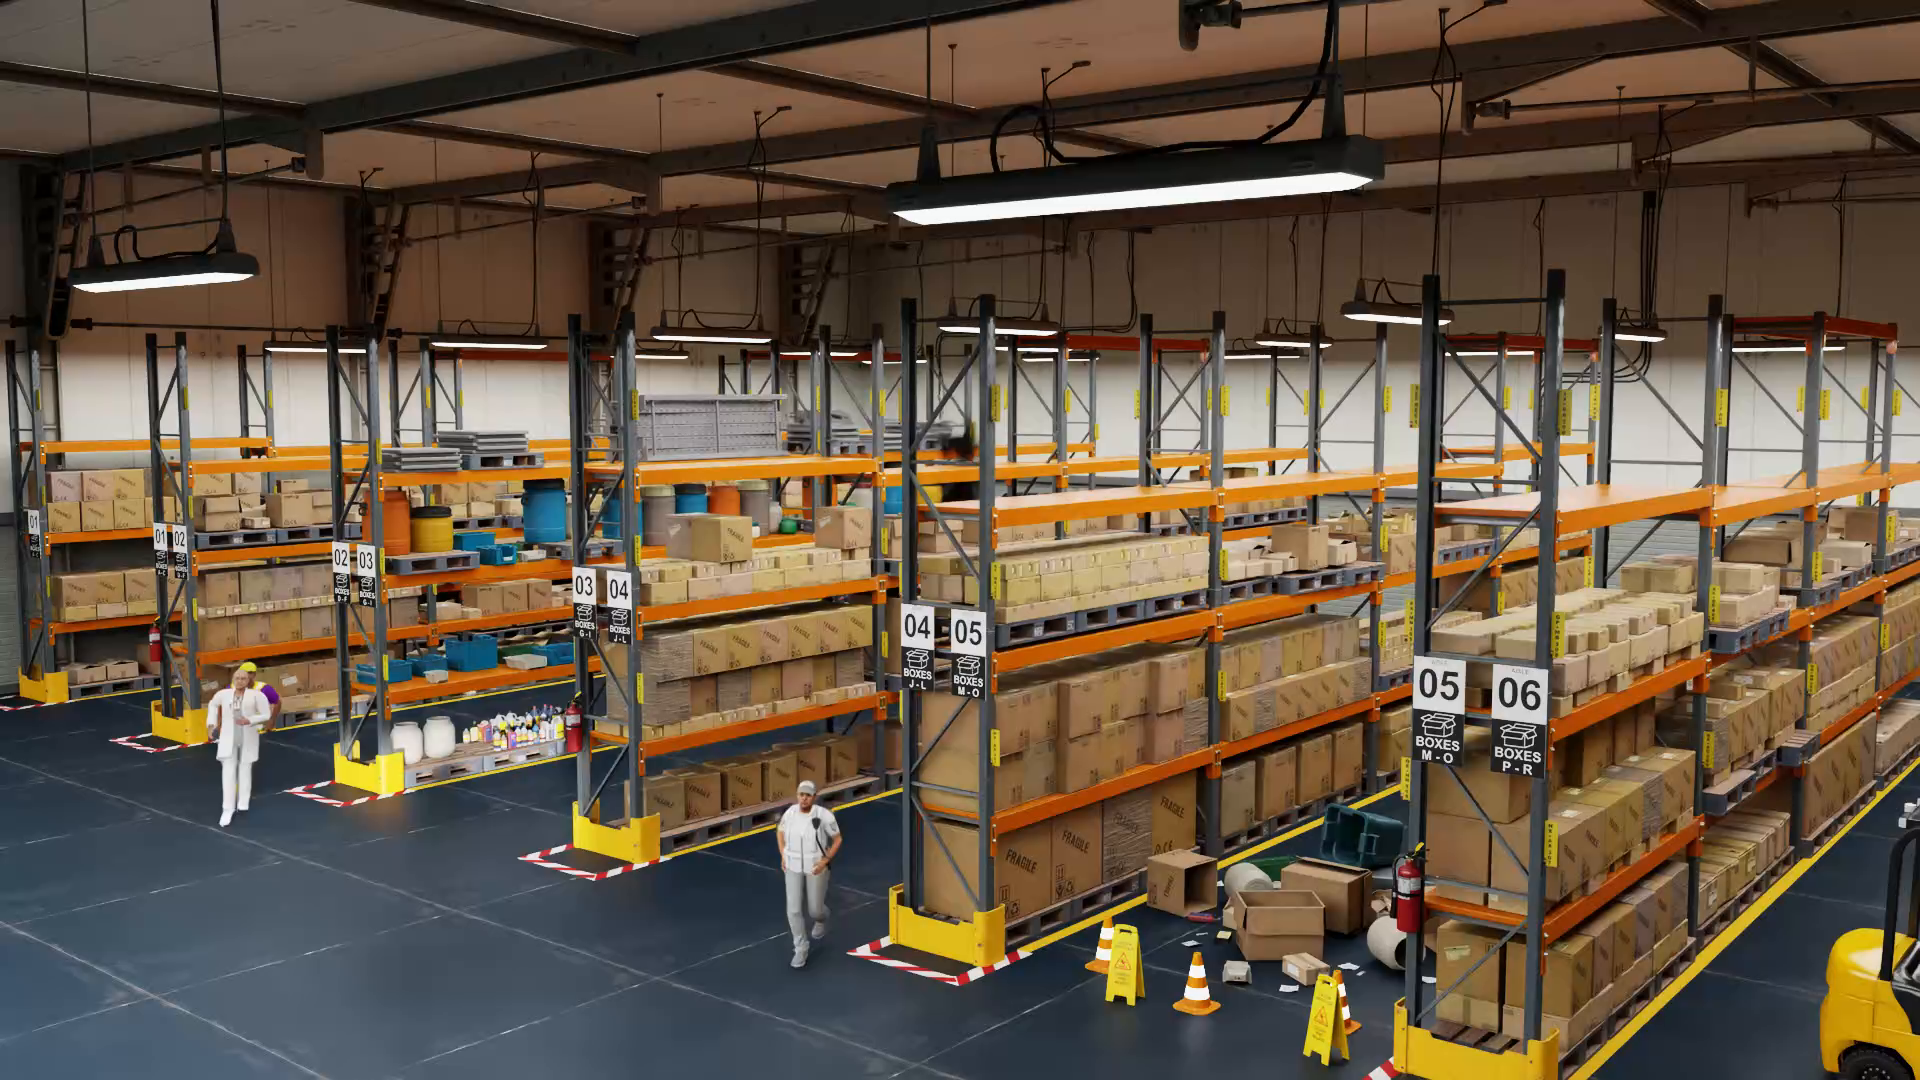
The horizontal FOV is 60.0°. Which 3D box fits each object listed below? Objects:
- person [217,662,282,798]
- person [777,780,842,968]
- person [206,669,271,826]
[{"bbox_3d":[-9.091,2.411,21.150,0.767,1.724,0.620,0,5,-3],"label":"person"},{"bbox_3d":[-1.382,2.990,15.179,0.625,1.634,0.752,1,5,7],"label":"person"},{"bbox_3d":[-8.730,2.510,20.150,0.730,1.753,0.850,-2,6,-21],"label":"person"}]
